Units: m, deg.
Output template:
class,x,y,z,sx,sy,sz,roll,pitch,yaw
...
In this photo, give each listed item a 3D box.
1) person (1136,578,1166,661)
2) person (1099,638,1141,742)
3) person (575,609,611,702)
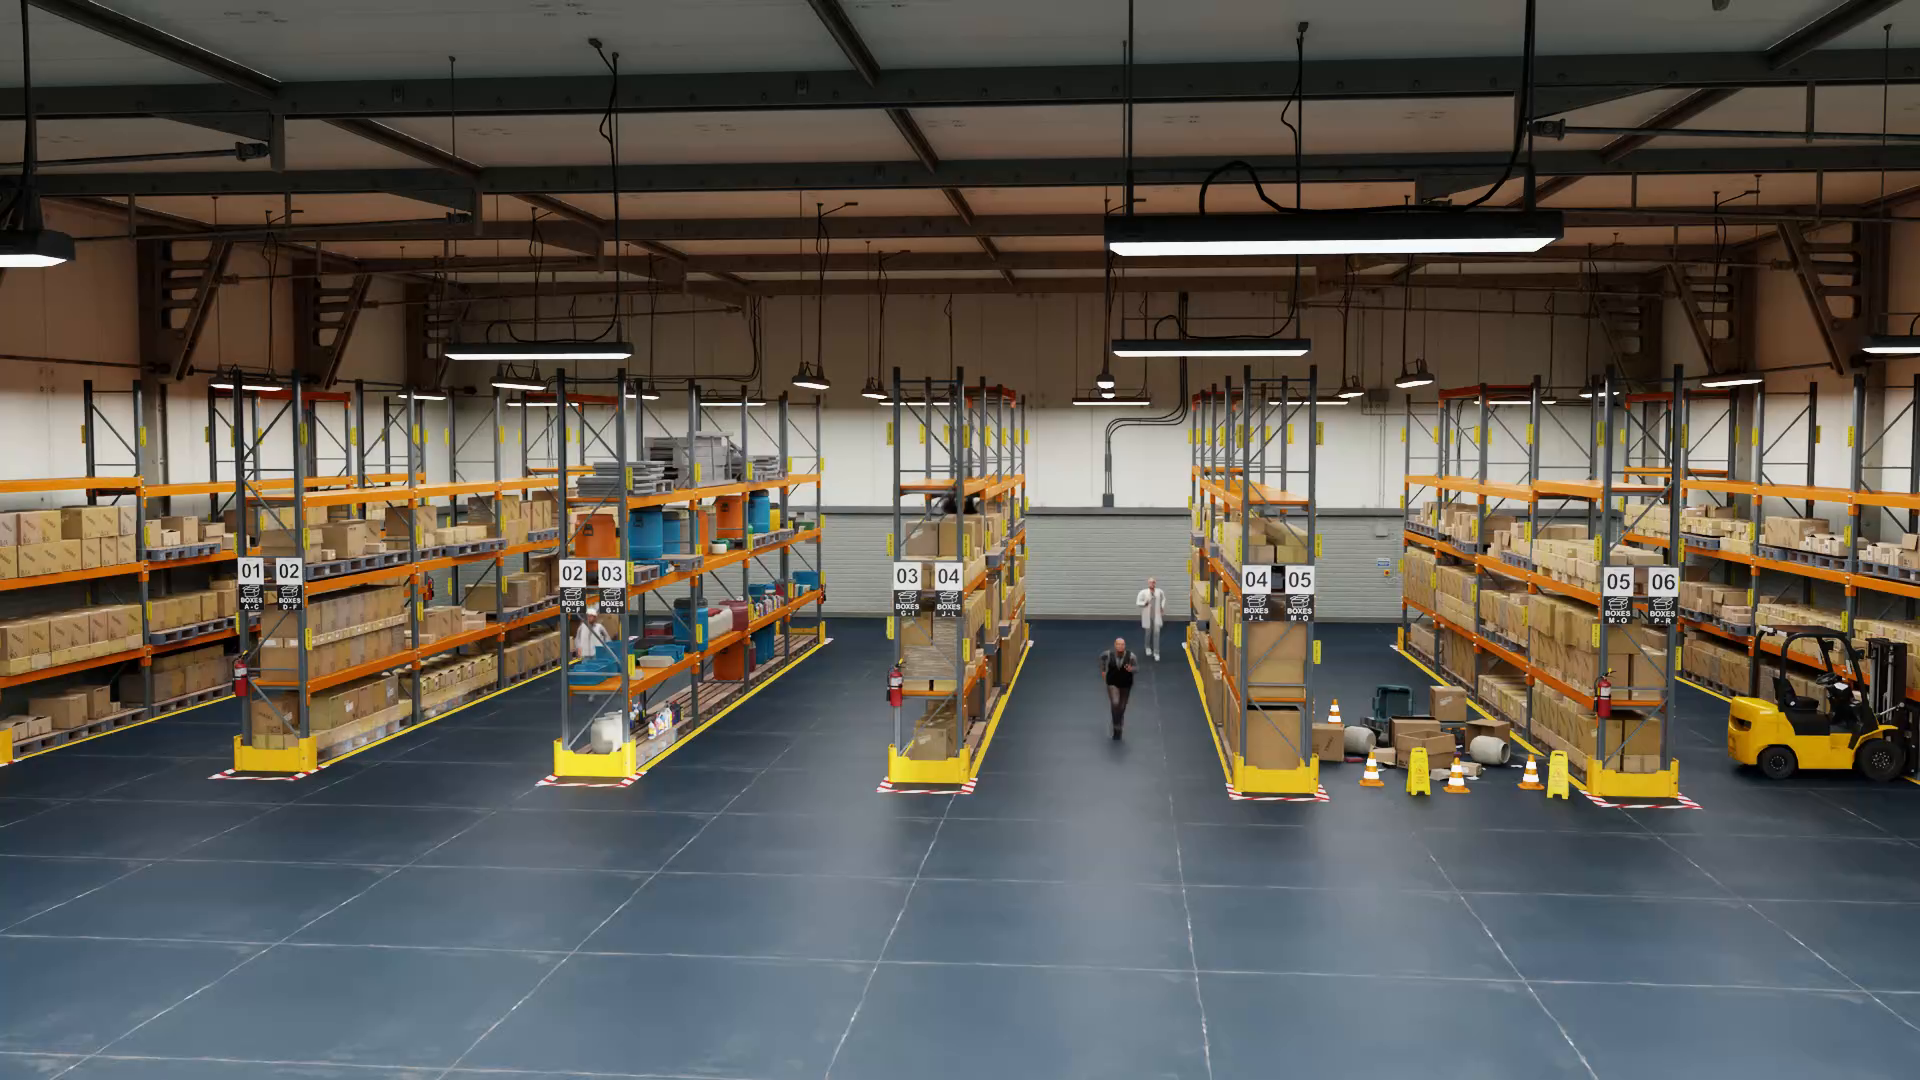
class,x,y,z,sx,sy,sz,roll,pitch,yaw
person,4.320,1.768,37.520,0.697,1.828,0.876,0,4,1
person,2.634,2.453,27.533,0.649,1.719,0.942,0,4,-4
person,-6.987,2.174,31.653,0.682,1.752,0.605,0,4,0
